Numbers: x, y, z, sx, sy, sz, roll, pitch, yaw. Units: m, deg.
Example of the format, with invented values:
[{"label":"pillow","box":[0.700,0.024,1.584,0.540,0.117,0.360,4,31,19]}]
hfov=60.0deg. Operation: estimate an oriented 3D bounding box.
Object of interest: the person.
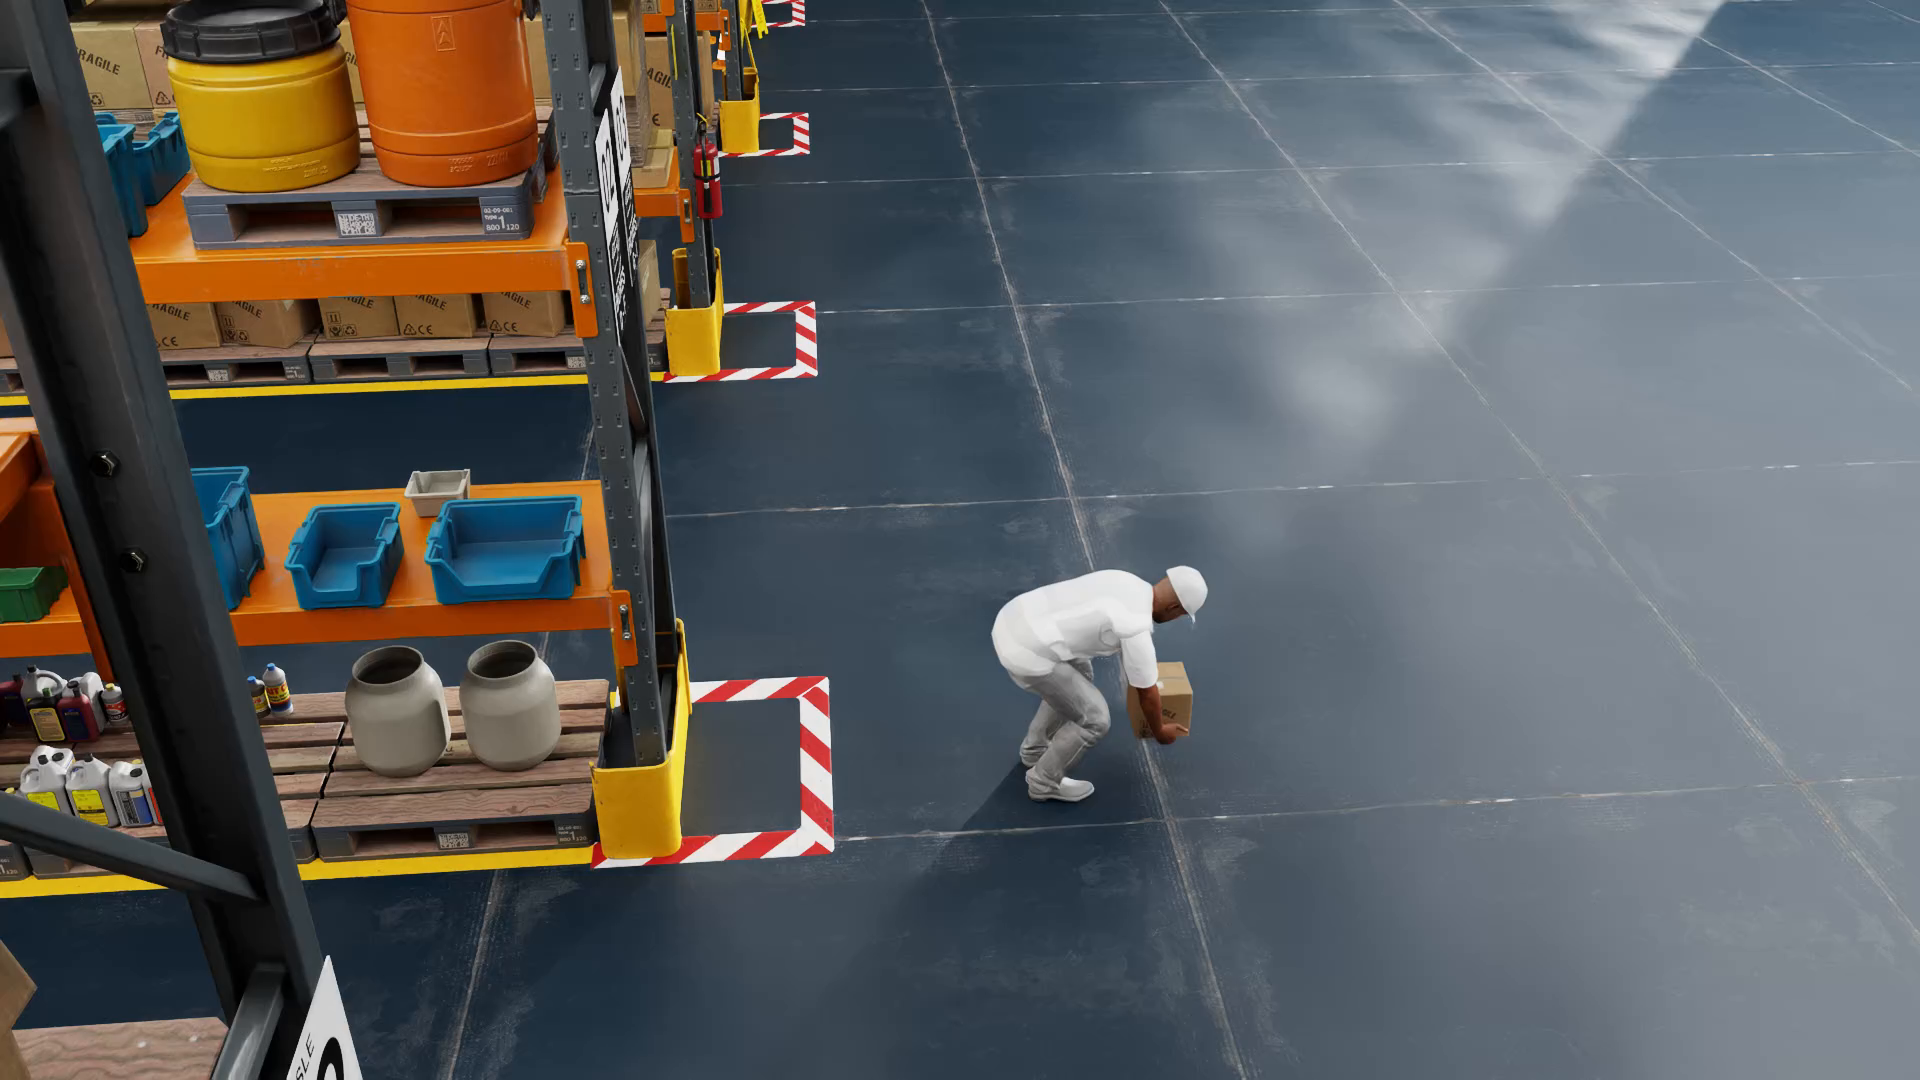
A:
[{"label":"person","box":[0.630,0.628,7.611,0.965,1.101,0.514,-4,31,-7]}]
